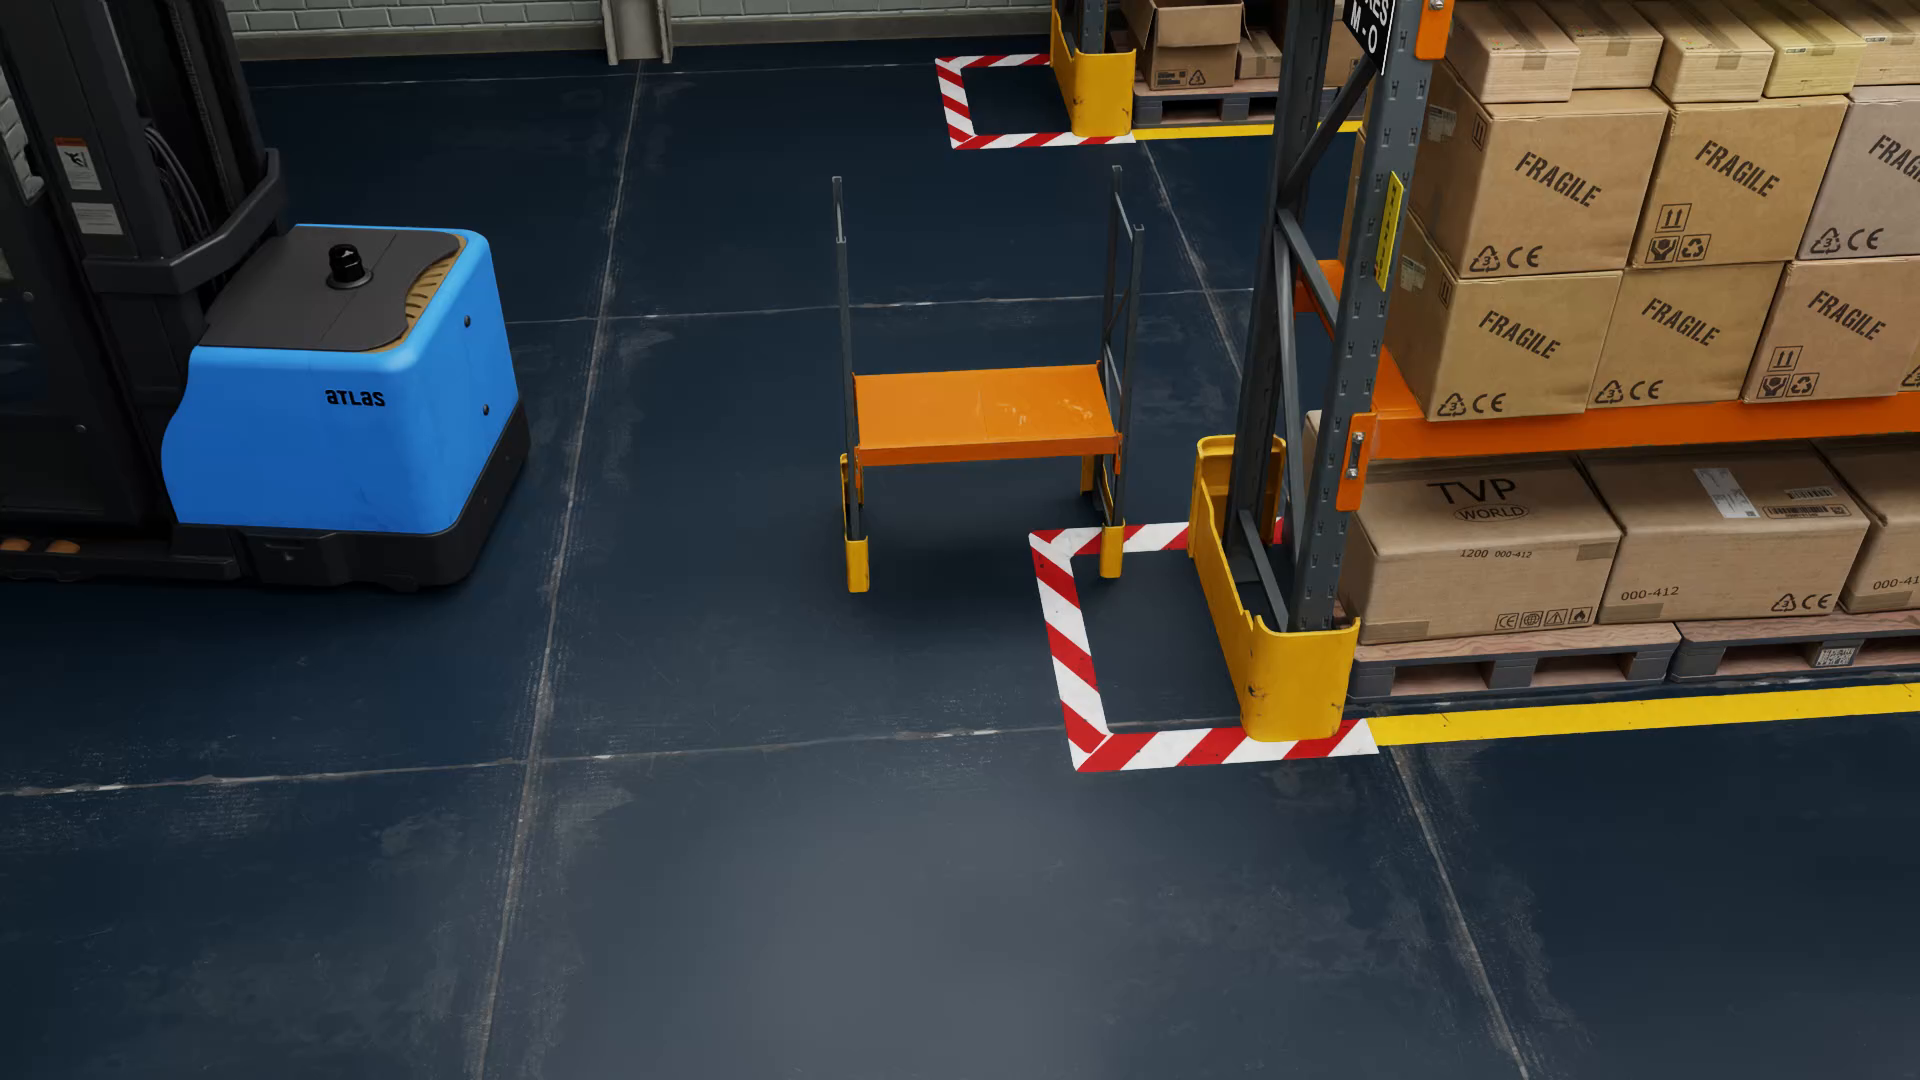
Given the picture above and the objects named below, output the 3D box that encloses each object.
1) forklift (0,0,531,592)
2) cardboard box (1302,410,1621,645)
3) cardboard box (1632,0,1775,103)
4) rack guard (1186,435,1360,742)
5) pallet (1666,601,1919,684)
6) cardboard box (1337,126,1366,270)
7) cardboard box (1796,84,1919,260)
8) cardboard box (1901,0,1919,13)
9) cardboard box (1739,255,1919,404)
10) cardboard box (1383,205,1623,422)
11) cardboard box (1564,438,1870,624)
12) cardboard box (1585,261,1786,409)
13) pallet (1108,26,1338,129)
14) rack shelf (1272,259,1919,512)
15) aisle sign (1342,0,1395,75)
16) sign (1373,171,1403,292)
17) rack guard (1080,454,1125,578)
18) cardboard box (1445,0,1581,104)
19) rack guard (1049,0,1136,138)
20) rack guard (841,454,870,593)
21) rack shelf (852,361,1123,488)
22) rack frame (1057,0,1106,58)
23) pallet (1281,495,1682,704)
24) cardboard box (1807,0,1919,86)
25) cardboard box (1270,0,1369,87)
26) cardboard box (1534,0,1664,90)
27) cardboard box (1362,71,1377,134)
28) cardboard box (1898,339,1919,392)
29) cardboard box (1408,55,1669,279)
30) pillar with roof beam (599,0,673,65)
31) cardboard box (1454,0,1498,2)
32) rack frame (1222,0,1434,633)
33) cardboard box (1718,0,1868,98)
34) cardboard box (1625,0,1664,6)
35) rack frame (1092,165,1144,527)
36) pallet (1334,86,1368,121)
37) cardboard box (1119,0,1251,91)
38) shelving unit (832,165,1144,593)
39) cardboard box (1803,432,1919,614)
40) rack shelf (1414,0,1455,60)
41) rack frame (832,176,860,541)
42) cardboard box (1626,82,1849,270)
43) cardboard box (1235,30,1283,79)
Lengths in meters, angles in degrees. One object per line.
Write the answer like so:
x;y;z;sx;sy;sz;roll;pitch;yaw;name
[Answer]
-3.388;-1.308;6.042;3.031;2.935;1.130;3;38;3;forklift
1.804;-0.091;6.173;0.875;0.438;0.875;-4;38;-6;cardboard box
2.058;-1.371;4.654;0.250;0.149;0.380;-2;38;-3;cardboard box
1.132;0.149;6.158;0.348;0.500;1.175;-3;38;-4;rack guard
3.157;0.104;6.448;1.213;0.211;1.003;-3;38;-4;pallet
1.613;-1.063;5.595;0.500;0.500;0.500;-3;38;-4;cardboard box
2.685;-1.182;4.939;0.500;0.500;0.500;-3;38;-4;cardboard box
2.827;-1.431;4.731;0.250;0.149;0.380;-3;38;-4;cardboard box
2.669;-0.784;5.242;0.500;0.500;0.500;-3;38;-4;cardboard box
1.659;-0.722;5.163;0.500;0.500;0.500;-3;38;-4;cardboard box
2.715;-0.146;6.243;0.875;0.438;0.875;-2;38;-3;cardboard box
2.161;-0.767;5.220;0.500;0.500;0.500;-4;38;-5;cardboard box
1.582;-2.850;10.192;1.213;0.211;1.003;-3;38;-4;pallet
3.148;-0.661;5.747;4.000;0.370;1.077;-3;38;-4;rack shelf
1.110;-1.672;4.348;0.004;0.787;0.394;-3;38;-4;aisle sign
1.199;-0.862;4.658;0.005;0.325;0.100;-3;38;-4;sign
0.572;-0.130;6.712;0.087;0.250;0.587;-3;38;-4;rack guard
1.534;-1.369;4.652;0.250;0.149;0.380;-2;38;-3;cardboard box
0.788;-2.919;10.046;0.348;0.500;1.175;-3;38;-4;rack guard
-0.420;-0.075;6.643;0.087;0.250;0.587;-3;38;-4;rack guard
0.085;-0.452;6.403;1.000;0.185;0.538;-3;38;-4;rack shelf
0.712;-3.896;9.267;0.127;3.000;1.000;-3;38;-4;rack frame
1.945;0.169;6.366;1.213;0.211;1.003;-3;38;-4;pallet
2.575;-1.443;4.746;0.250;0.149;0.380;-3;38;-4;cardboard box
2.185;-3.078;9.908;0.500;0.500;0.700;-2;38;-2;cardboard box
1.788;-1.427;4.726;0.250;0.149;0.380;-2;38;-3;cardboard box
1.615;-1.439;5.264;0.500;0.500;0.500;-2;38;-2;cardboard box
3.166;-0.822;5.289;0.500;0.500;0.500;-2;38;-2;cardboard box
1.659;-1.116;4.855;0.500;0.500;0.500;-4;38;-5;cardboard box
-1.672;-4.004;4.559;0.400;9.000;9.100;-3;38;-4;pillar with roof beam
1.495;-1.664;5.025;0.250;0.149;0.380;-3;38;-3;cardboard box
1.156;-0.834;5.385;0.127;3.000;1.000;-3;38;-4;rack frame
2.318;-1.396;4.687;0.250;0.149;0.380;-4;38;-5;cardboard box
1.996;-1.759;5.146;0.250;0.149;0.380;-3;38;-4;cardboard box
0.591;-0.621;6.327;0.032;1.500;0.500;-3;38;-4;rack frame
2.794;-2.915;10.274;1.213;0.211;1.003;-3;38;-4;pallet
1.330;-3.056;9.878;0.637;0.503;0.797;-5;39;-6;cardboard box
0.076;-0.593;6.291;1.083;1.500;0.587;-3;38;-4;shelving unit
3.613;-0.195;6.305;0.875;0.438;0.875;-4;38;-5;cardboard box
3.148;-1.839;4.818;4.000;0.370;1.077;-3;38;-4;rack shelf
-0.421;-0.566;6.256;0.032;1.500;0.500;-3;38;-4;rack frame
2.173;-1.149;4.897;0.500;0.500;0.500;-4;38;-5;cardboard box
1.756;-2.916;9.987;0.250;0.149;0.380;-5;39;-6;cardboard box
